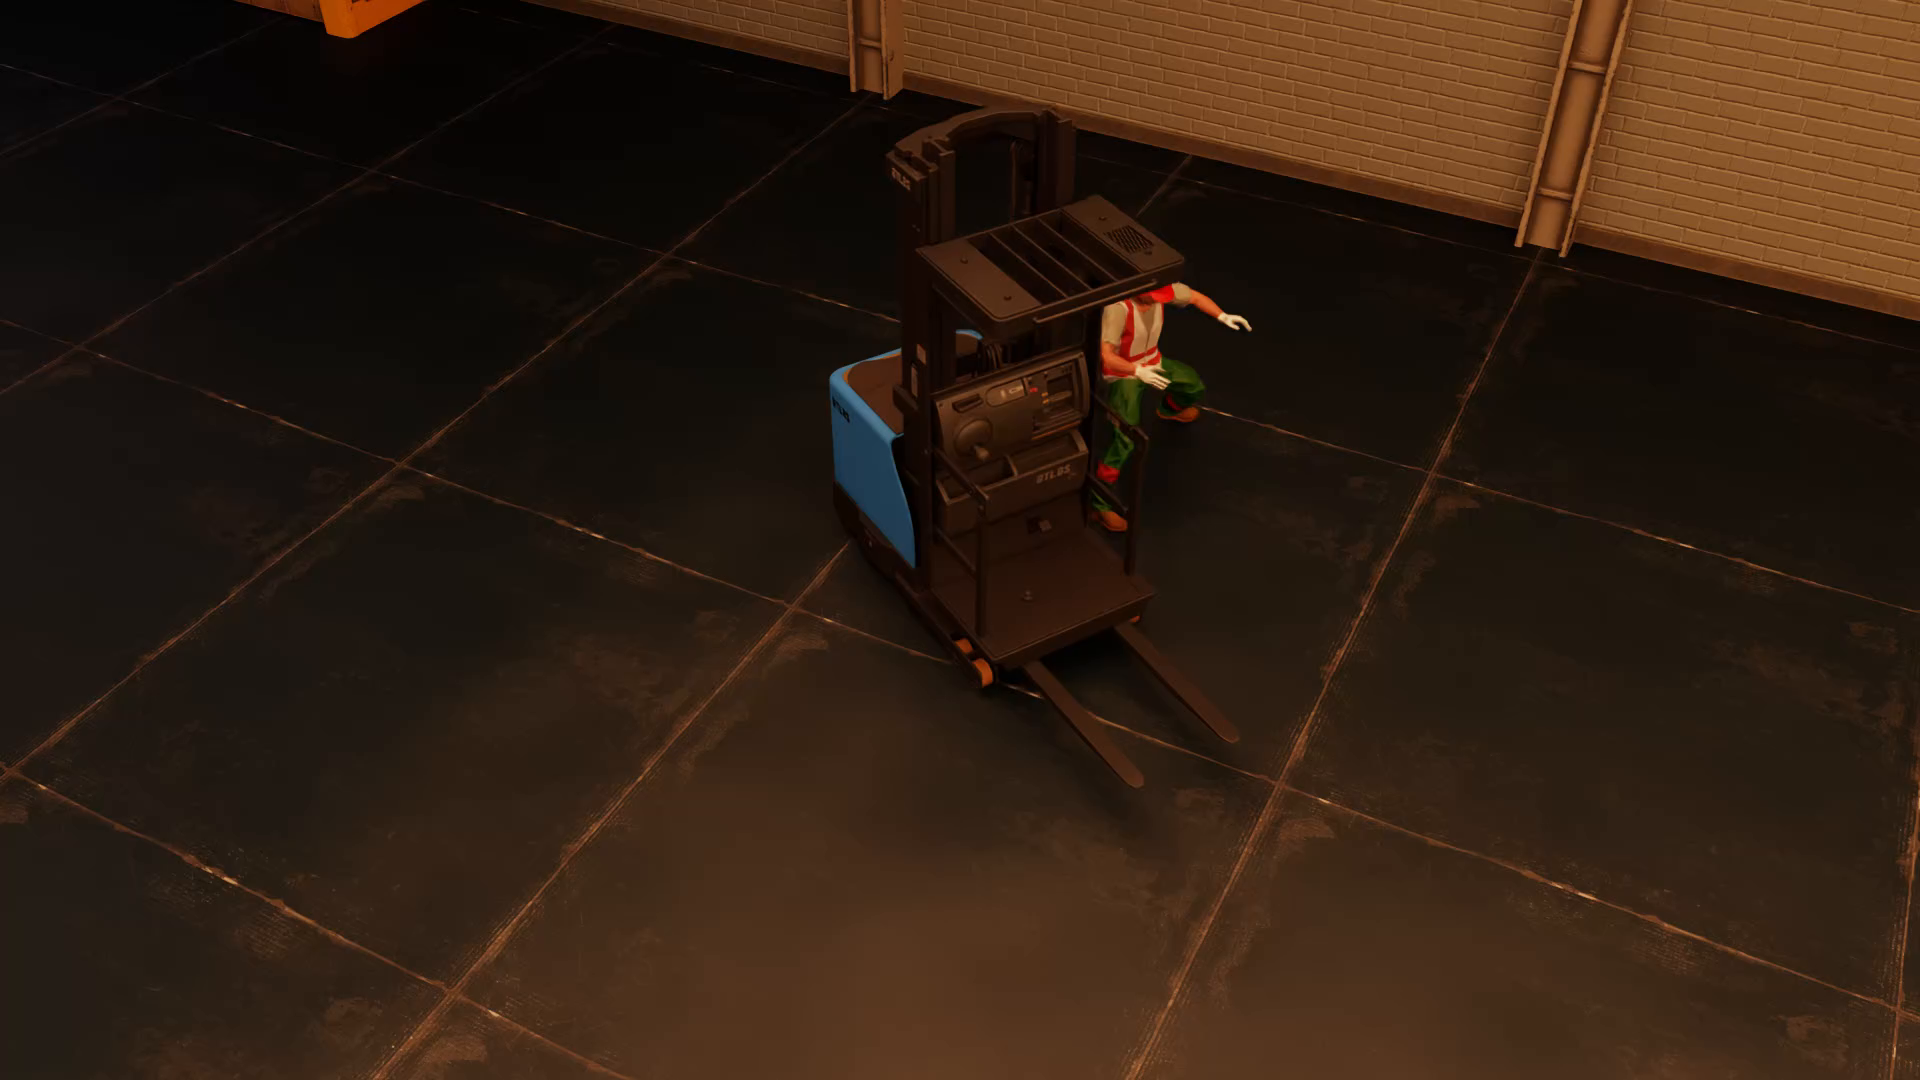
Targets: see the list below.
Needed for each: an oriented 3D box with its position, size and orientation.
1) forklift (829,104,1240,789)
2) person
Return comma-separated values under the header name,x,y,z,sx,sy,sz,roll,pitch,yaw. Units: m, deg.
name,x,y,z,sx,sy,sz,roll,pitch,yaw
forklift,0.400,-0.639,8.745,1.130,2.935,3.031,-21,44,-23
person,1.234,-1.040,10.293,1.287,1.555,0.720,-28,48,-29
